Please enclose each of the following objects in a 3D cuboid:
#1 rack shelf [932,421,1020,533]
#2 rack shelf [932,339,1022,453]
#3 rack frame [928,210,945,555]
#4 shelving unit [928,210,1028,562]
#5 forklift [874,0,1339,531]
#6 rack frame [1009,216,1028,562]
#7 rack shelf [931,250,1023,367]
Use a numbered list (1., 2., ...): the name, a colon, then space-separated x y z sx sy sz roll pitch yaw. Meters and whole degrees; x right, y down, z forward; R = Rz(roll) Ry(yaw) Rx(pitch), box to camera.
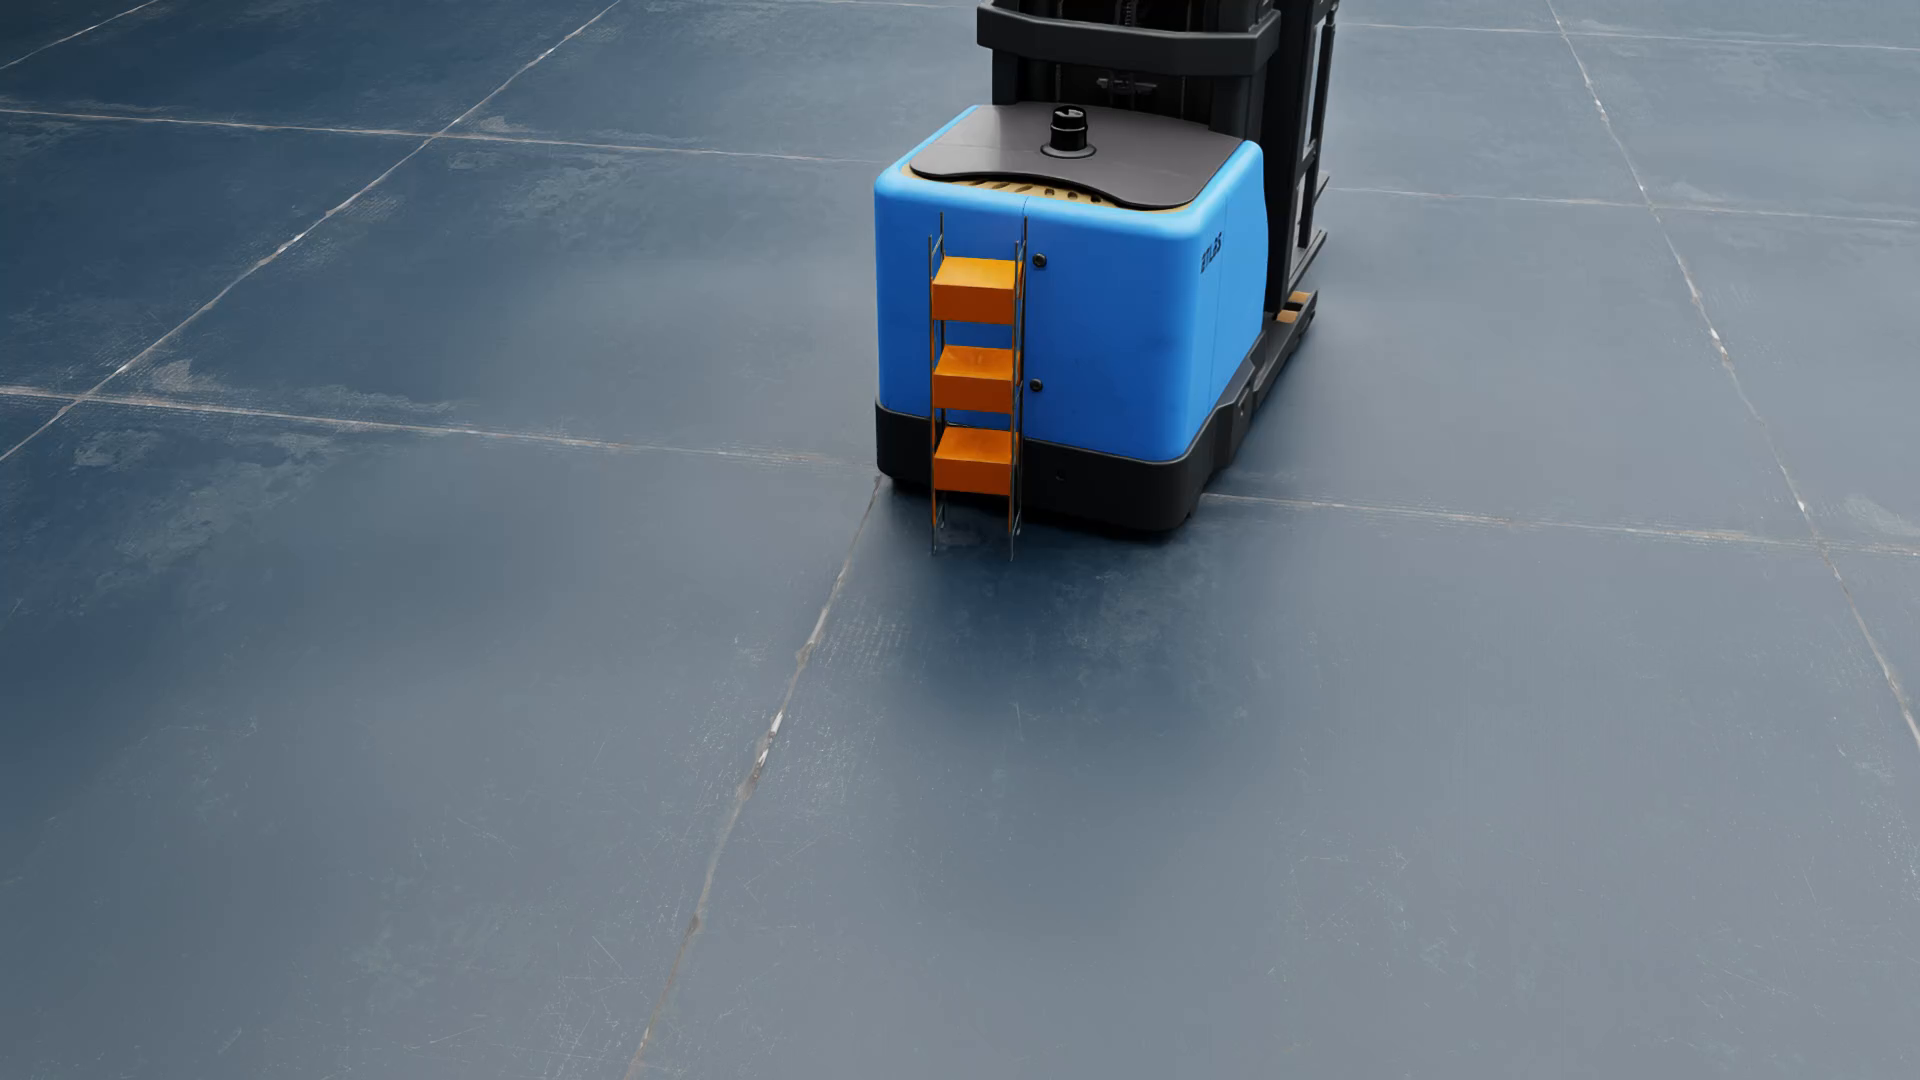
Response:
1. rack shelf: 0.053 -0.196 5.117 0.240 0.259 0.215 5 32 8
2. rack shelf: 0.053 -0.431 4.969 0.240 0.259 0.215 5 32 8
3. rack frame: -0.068 -0.451 4.981 0.008 1.050 0.200 5 32 8
4. shelving unit: 0.053 -0.440 4.964 0.252 1.050 0.215 5 32 8
5. forklift: 0.760 -2.039 5.745 1.130 2.935 3.031 13 34 19
6. rack frame: 0.173 -0.429 4.946 0.008 1.050 0.200 5 32 8
7. rack shelf: 0.053 -0.672 4.819 0.240 0.259 0.215 5 32 8
